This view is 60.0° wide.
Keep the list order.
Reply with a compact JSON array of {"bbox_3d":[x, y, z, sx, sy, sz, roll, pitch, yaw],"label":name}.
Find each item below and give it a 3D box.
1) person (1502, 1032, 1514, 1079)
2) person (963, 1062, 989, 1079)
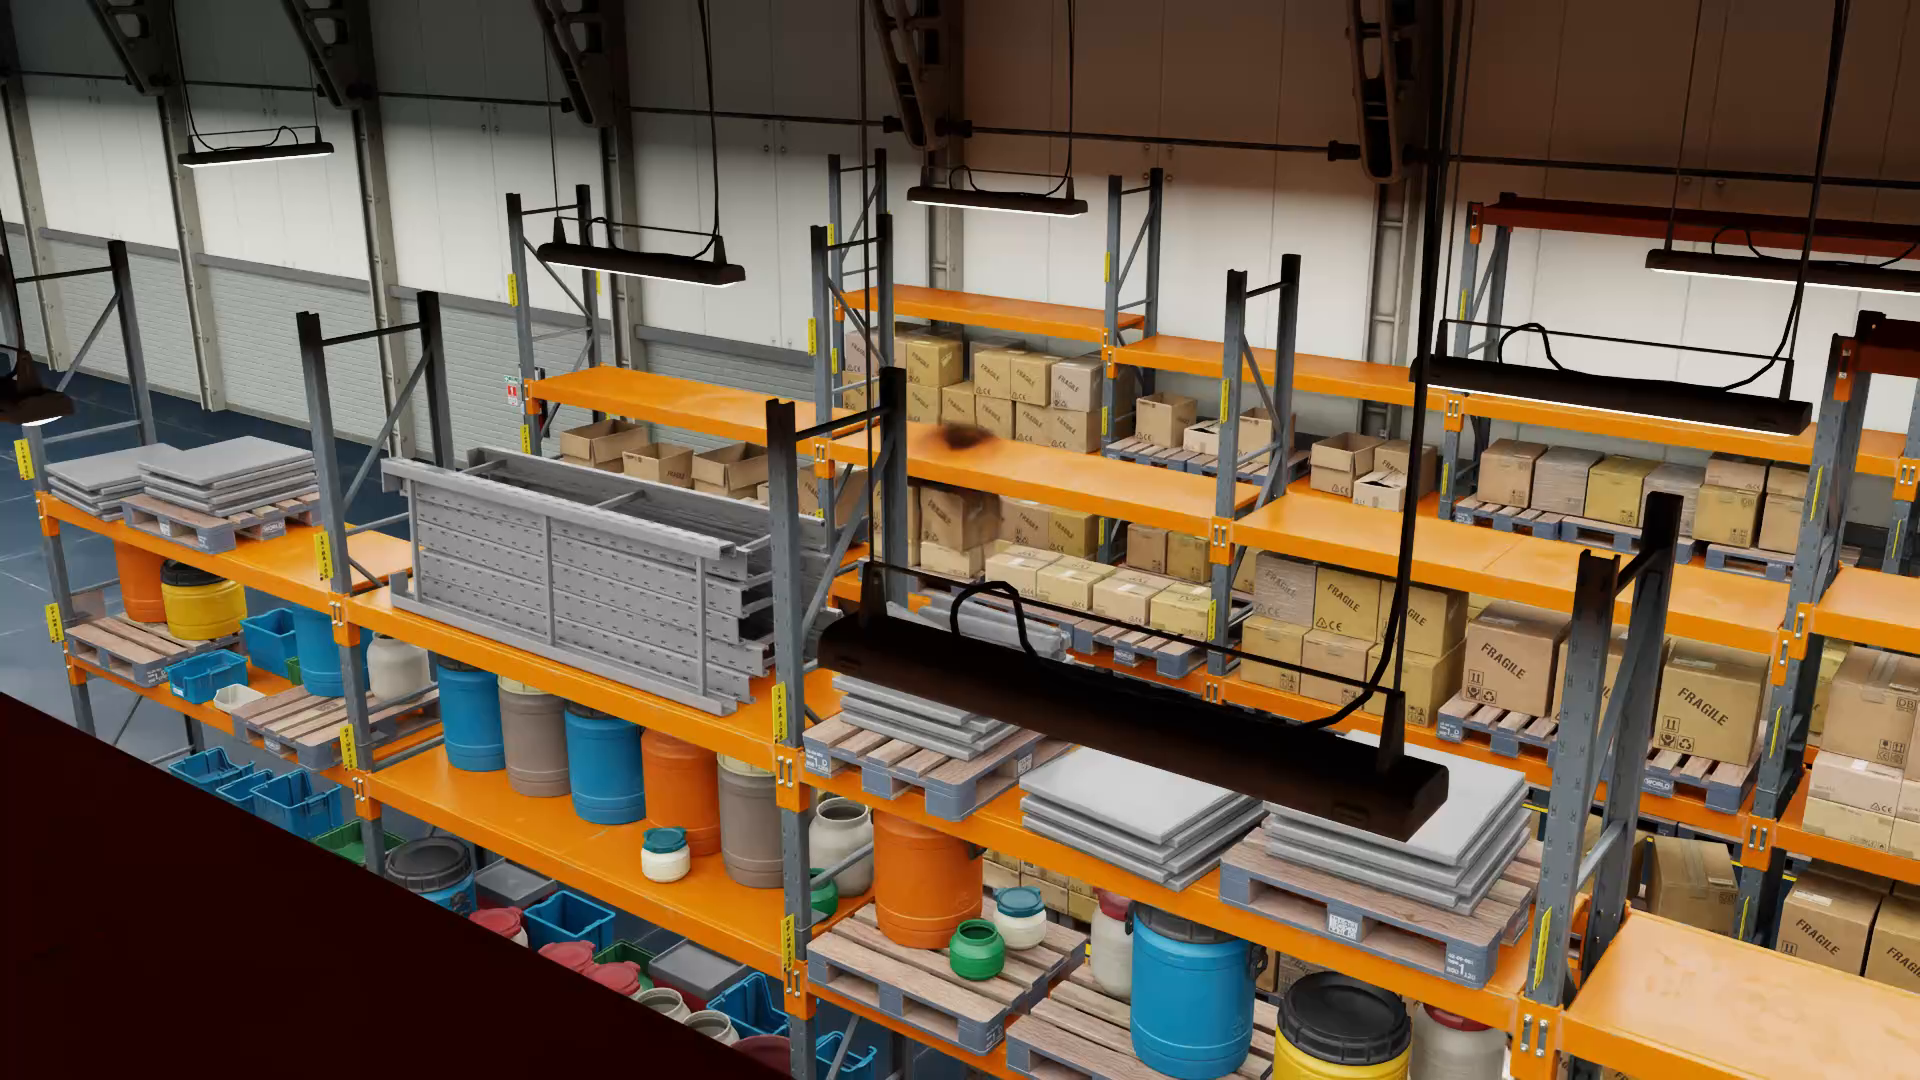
[{"bbox_3d":[3.604,3.842,11.027,0.975,1.640,0.495,10,21,28],"label":"person"},{"bbox_3d":[0.134,3.518,11.844,0.829,1.810,0.562,15,24,38],"label":"person"}]
